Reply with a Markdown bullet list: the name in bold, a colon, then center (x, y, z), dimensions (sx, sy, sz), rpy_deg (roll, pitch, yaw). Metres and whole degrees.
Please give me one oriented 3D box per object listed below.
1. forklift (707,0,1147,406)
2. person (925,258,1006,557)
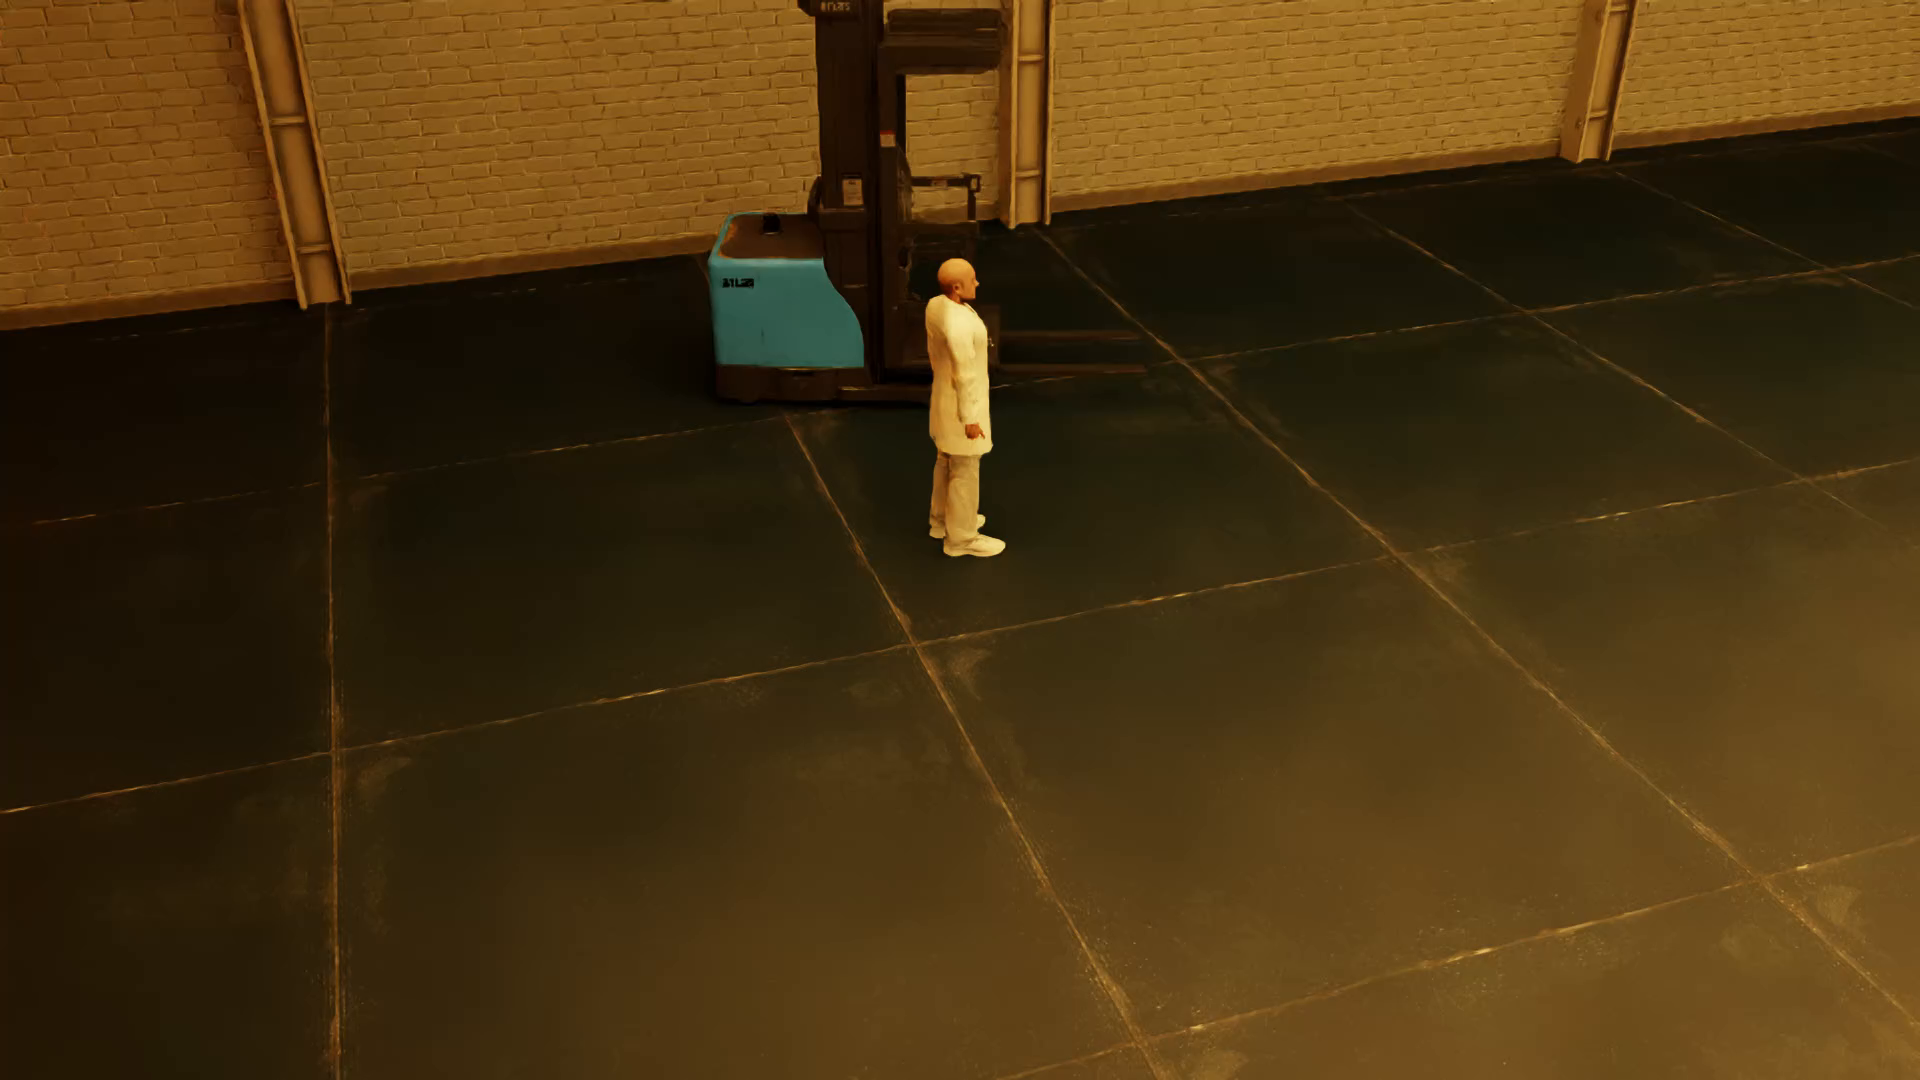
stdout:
- **forklift**: center (-0.195, -2.445, 11.337), dimensions (3.031, 2.935, 1.130), rpy_deg (1, 30, 1)
- **person**: center (0.024, -0.778, 9.590), dimensions (0.377, 1.783, 0.558), rpy_deg (-10, 31, -16)
